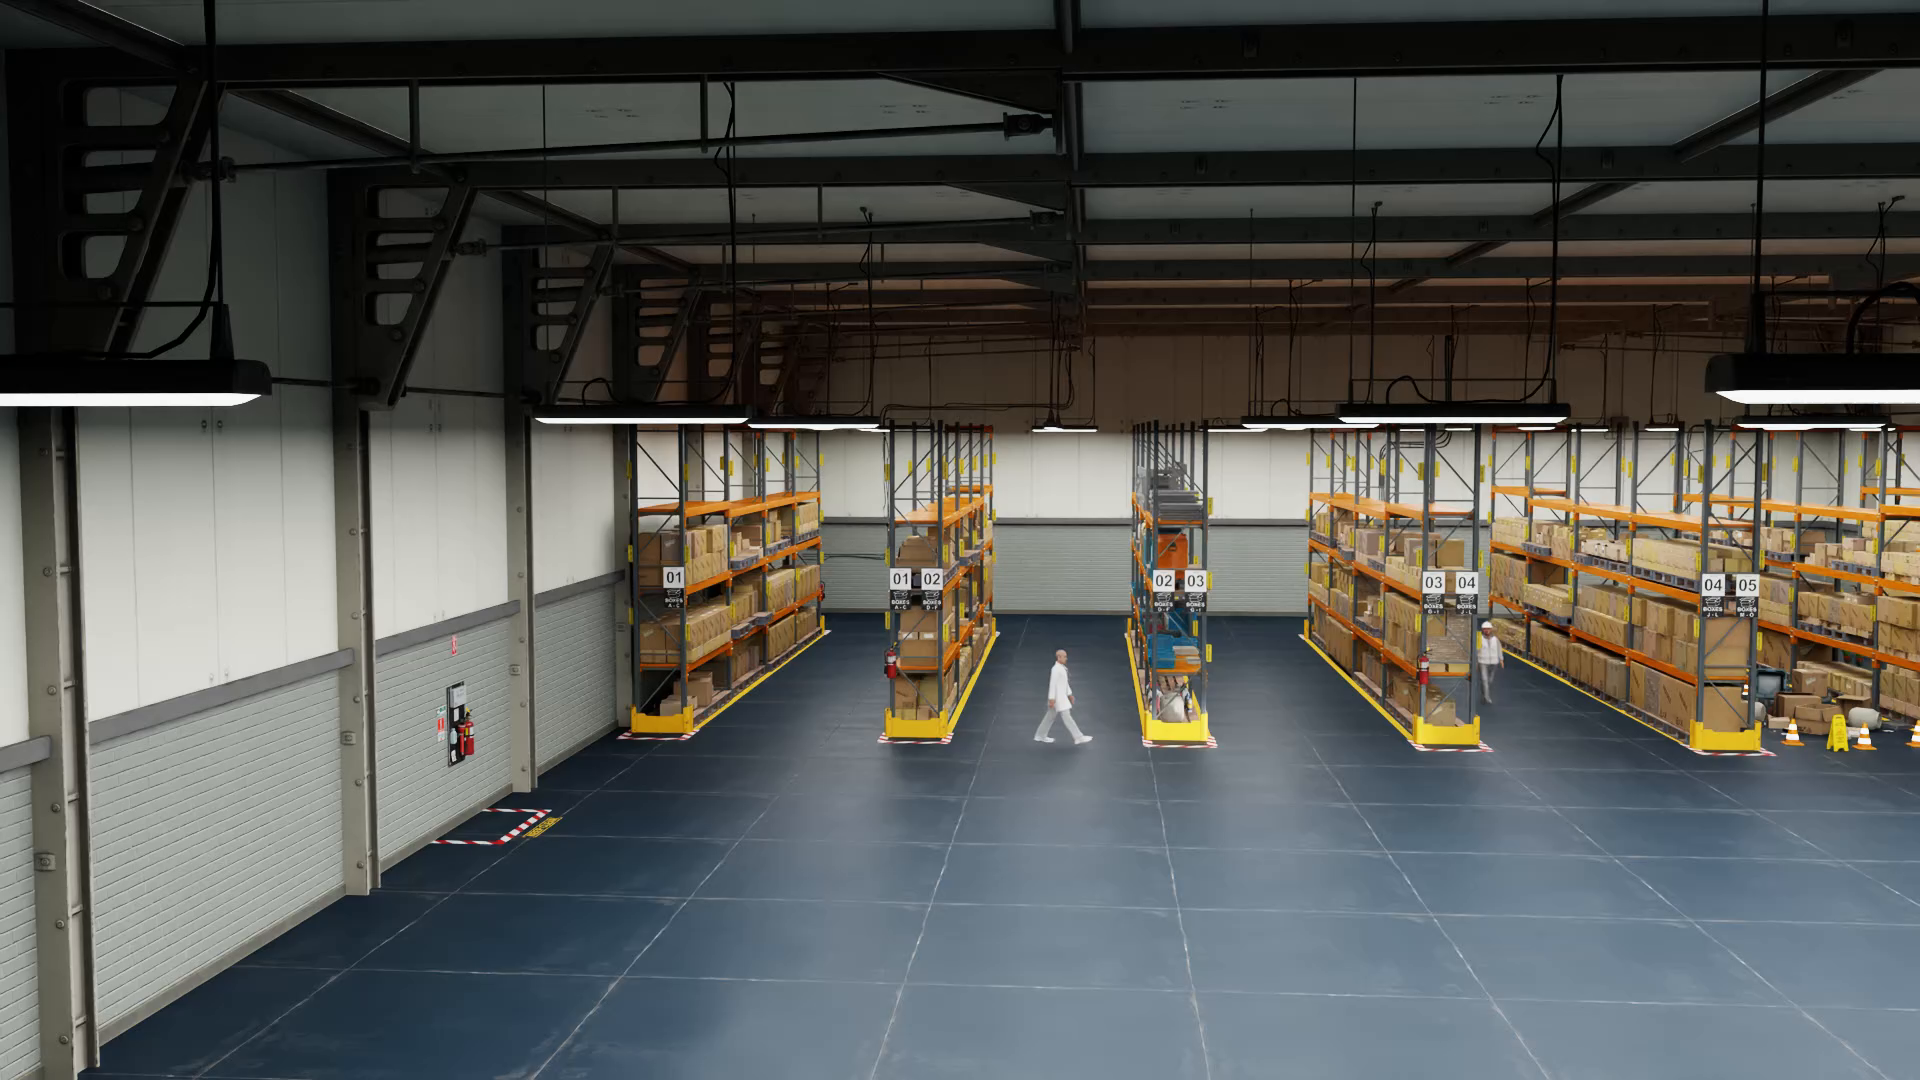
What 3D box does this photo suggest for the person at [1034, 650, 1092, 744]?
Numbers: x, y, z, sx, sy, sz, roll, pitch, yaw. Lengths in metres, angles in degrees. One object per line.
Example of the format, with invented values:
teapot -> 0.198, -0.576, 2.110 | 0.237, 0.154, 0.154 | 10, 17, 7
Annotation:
person -> 1.908, 2.893, 30.656 | 1.099, 1.725, 0.610 | 0, 4, 7

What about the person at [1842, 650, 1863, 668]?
person -> 21.519, 2.323, 39.944 | 0.502, 1.824, 0.548 | 0, 4, -1

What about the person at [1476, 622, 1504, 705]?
person -> 11.245, 2.606, 35.332 | 0.565, 1.723, 1.019 | 0, 4, 0
